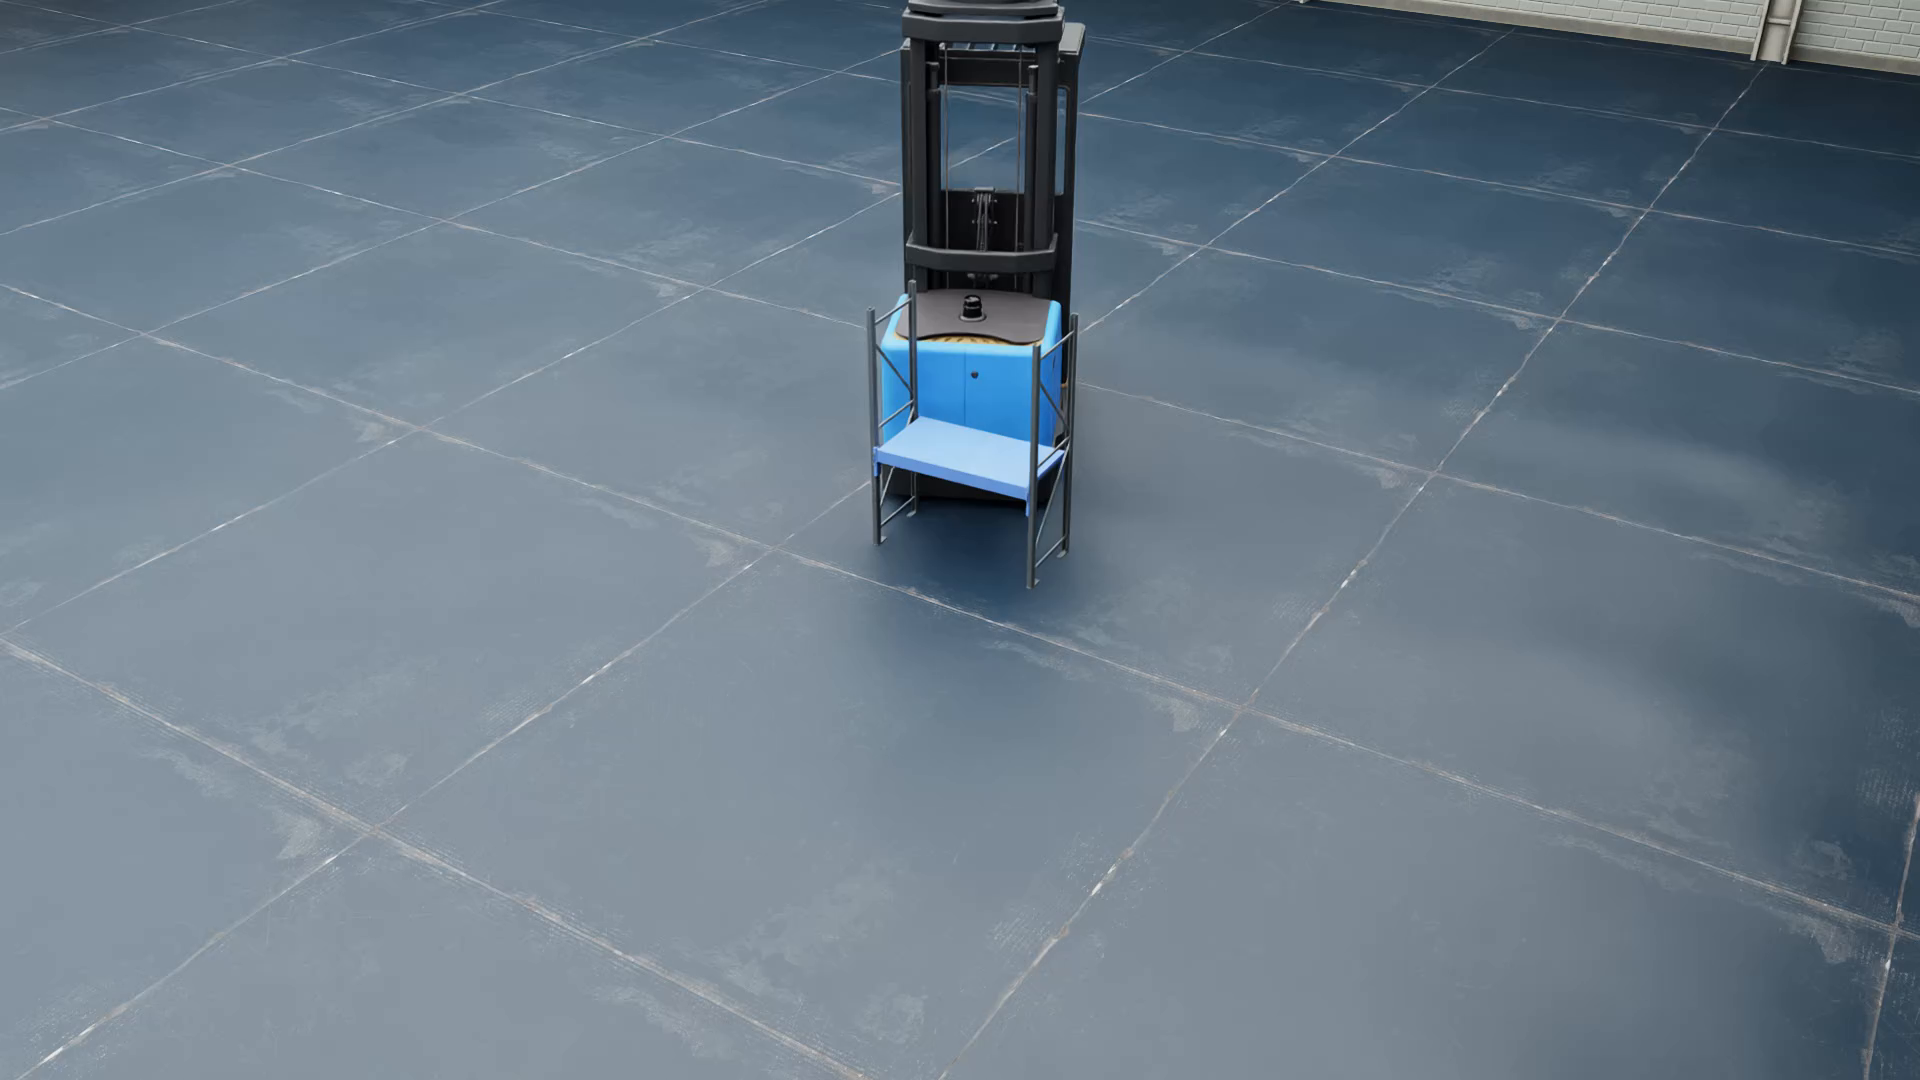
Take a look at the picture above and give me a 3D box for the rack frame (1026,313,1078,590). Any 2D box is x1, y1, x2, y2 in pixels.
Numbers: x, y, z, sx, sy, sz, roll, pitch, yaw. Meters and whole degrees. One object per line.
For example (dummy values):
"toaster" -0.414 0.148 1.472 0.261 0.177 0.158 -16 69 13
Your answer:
"rack frame" 0.511 -0.477 9.251 0.032 1.500 0.500 15 34 24

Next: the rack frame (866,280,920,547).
"rack frame" -0.382 -0.722 9.671 0.032 1.500 0.500 15 34 24

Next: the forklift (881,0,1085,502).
"forklift" 0.209 -2.216 10.813 1.130 2.935 3.031 3 30 6

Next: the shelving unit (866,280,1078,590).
"shelving unit" 0.064 -0.599 9.461 1.048 1.500 0.538 15 34 24

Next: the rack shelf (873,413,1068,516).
"rack shelf" 0.064 -0.444 9.552 1.000 0.185 0.538 15 34 24

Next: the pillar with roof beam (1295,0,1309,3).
"pillar with roof beam" 2.215 -9.342 17.006 0.400 9.000 9.100 18 35 27

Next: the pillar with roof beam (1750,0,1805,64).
"pillar with roof beam" 7.297 -7.735 14.250 0.400 9.000 9.100 18 35 27
